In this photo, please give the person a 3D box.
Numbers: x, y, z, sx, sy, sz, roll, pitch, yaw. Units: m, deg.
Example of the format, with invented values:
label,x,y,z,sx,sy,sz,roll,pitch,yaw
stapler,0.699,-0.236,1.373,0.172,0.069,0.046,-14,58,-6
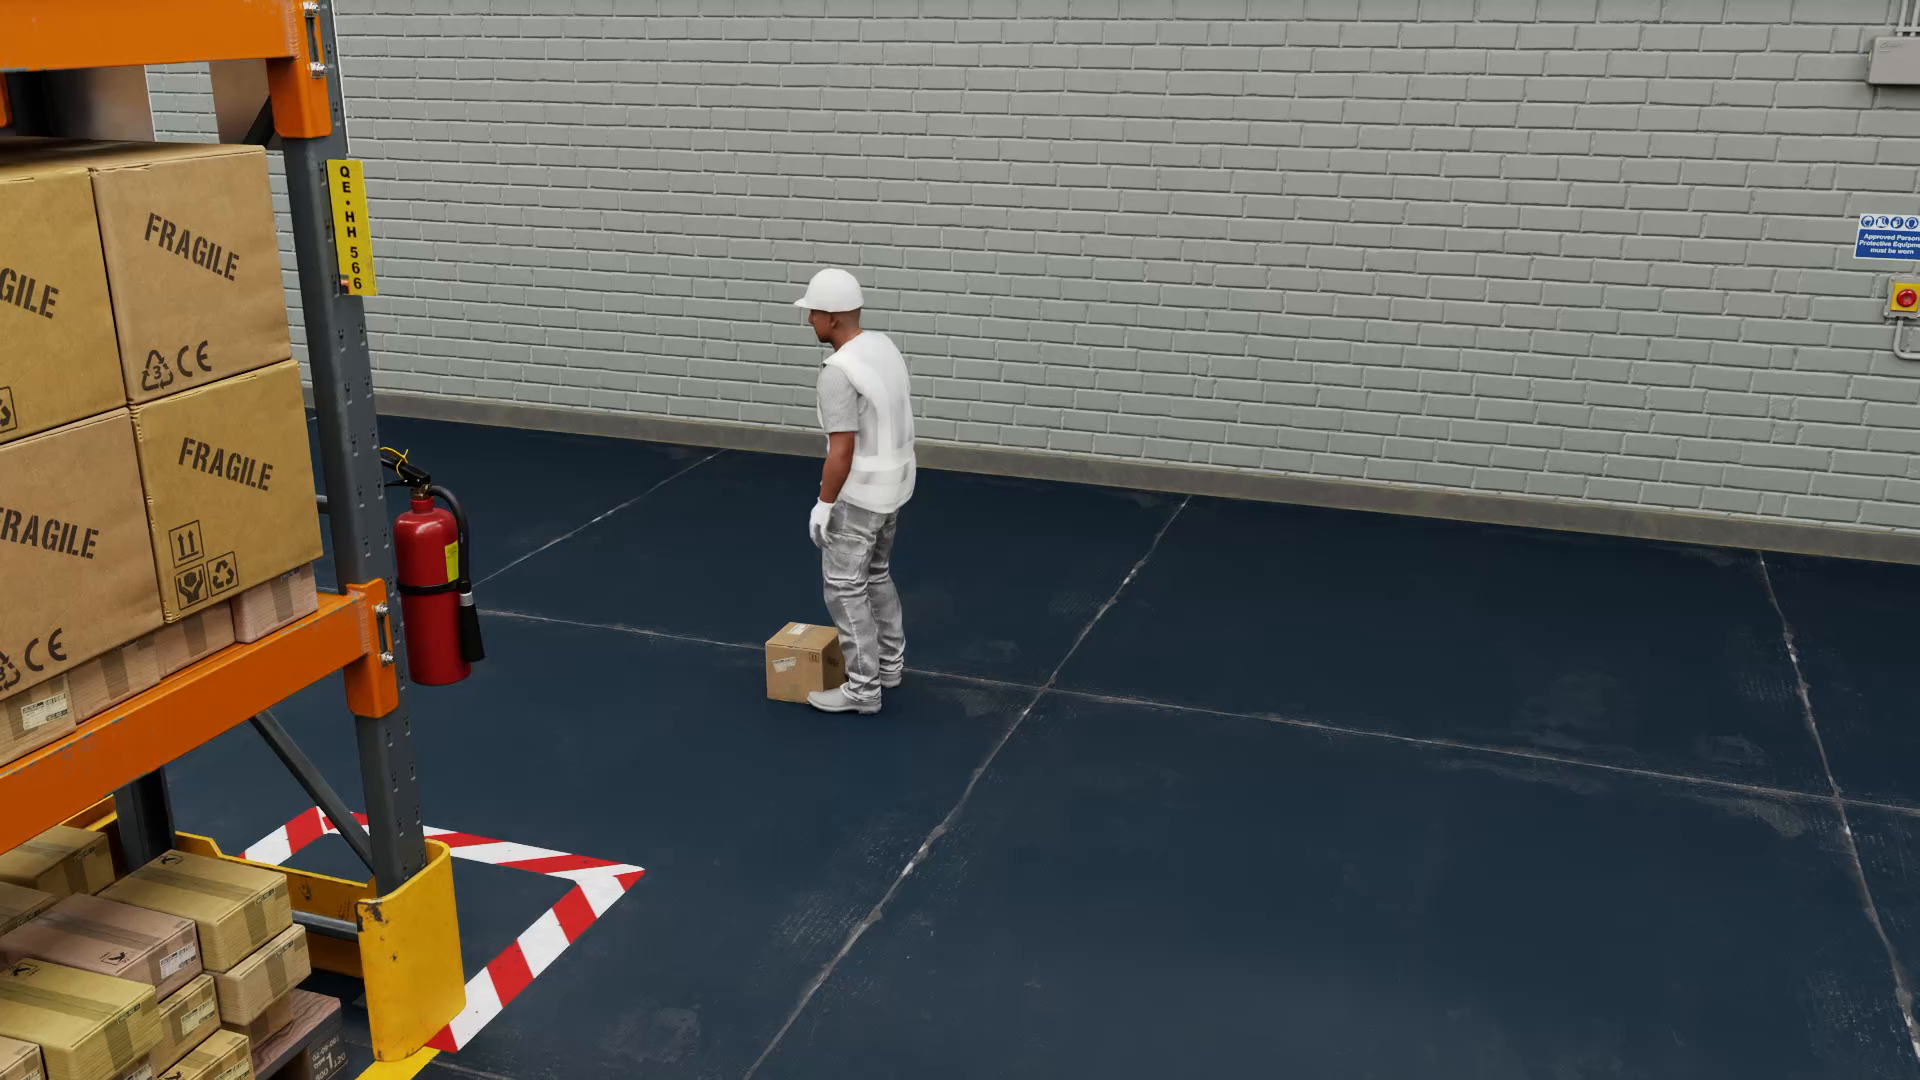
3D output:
label,x,y,z,sx,sy,sz,roll,pitch,yaw
person,-0.412,-0.190,6.612,0.446,1.774,0.619,6,20,19
